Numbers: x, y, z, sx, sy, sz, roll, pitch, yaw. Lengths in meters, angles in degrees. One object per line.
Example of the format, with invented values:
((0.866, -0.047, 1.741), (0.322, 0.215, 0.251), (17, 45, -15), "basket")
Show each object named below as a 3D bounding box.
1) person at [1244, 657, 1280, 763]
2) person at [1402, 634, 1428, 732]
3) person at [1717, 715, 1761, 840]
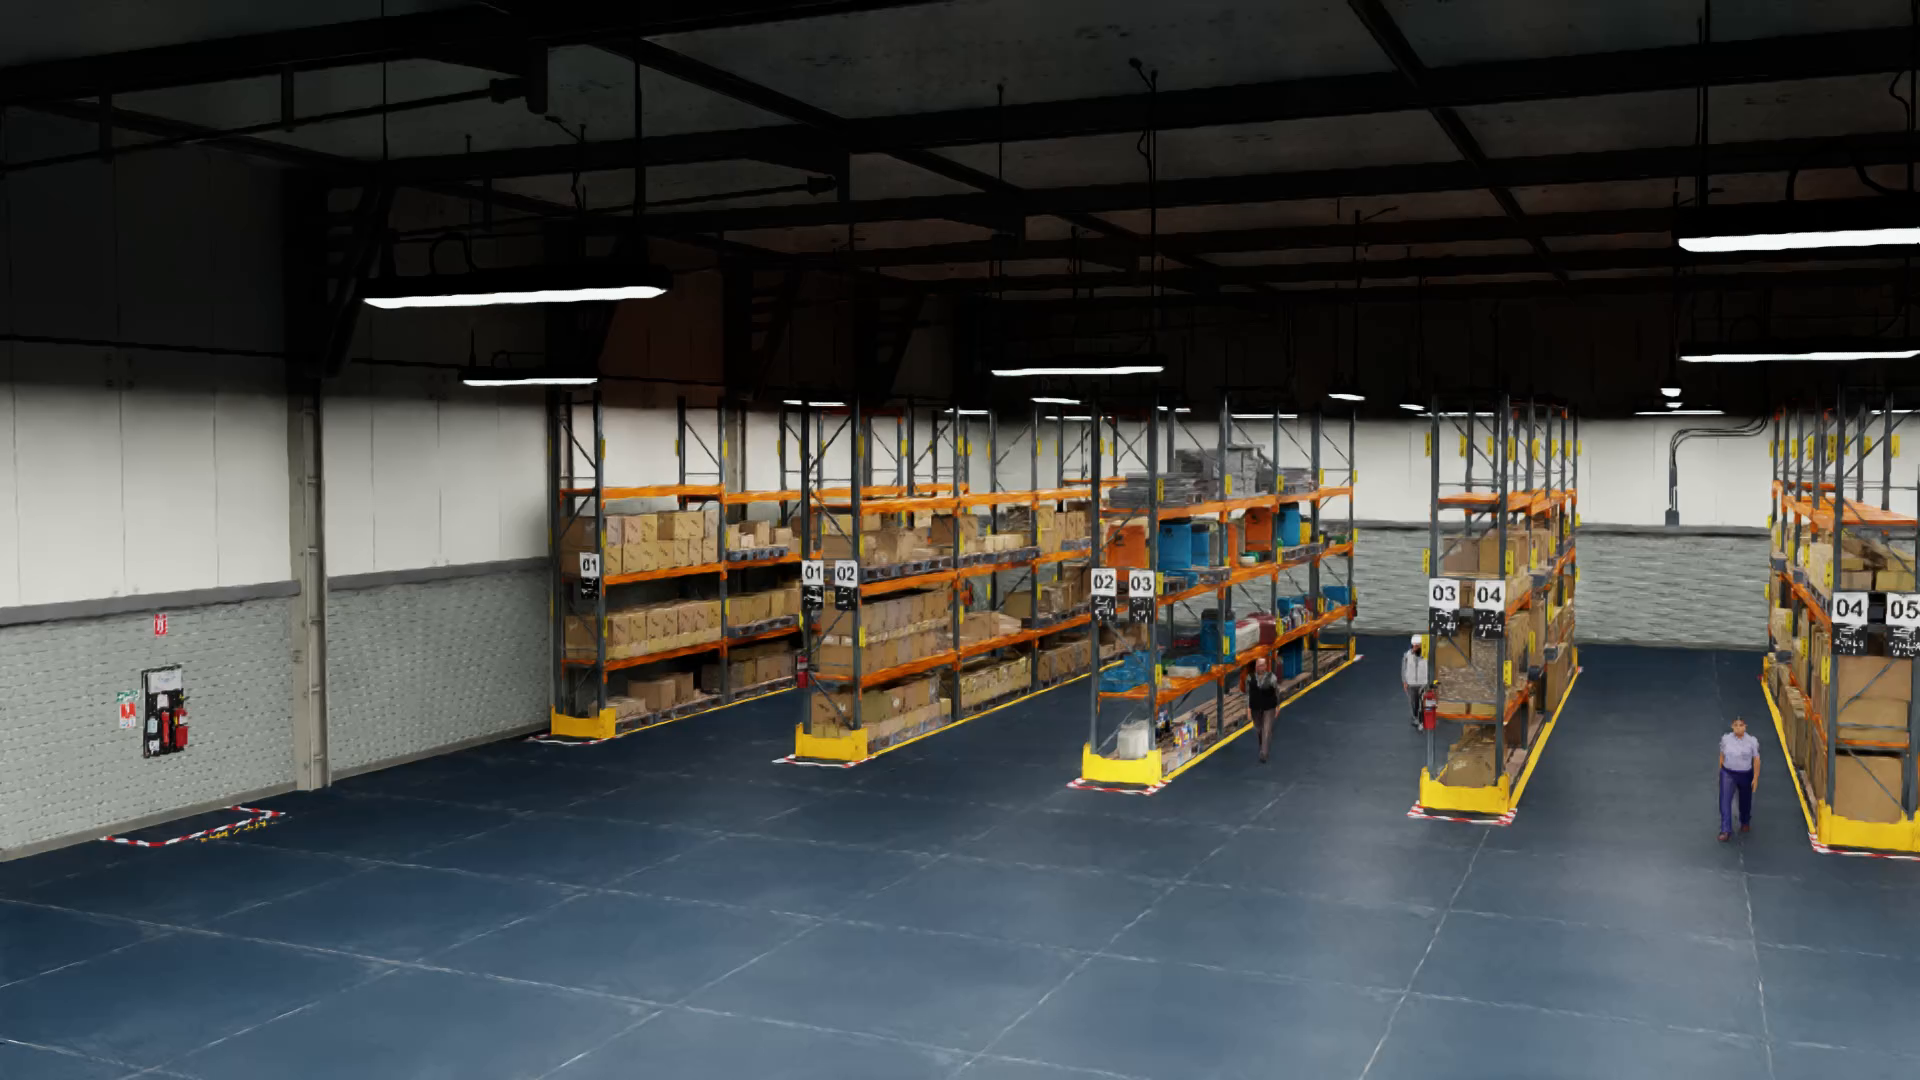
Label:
((4.827, 2.693, 26.683), (0.543, 1.648, 1.115), (2, 4, 26), "person")
((8.115, 2.510, 29.535), (0.543, 1.700, 1.115), (2, 4, 26), "person")
((9.994, 3.027, 21.332), (0.490, 1.577, 1.066), (2, 4, 27), "person")
